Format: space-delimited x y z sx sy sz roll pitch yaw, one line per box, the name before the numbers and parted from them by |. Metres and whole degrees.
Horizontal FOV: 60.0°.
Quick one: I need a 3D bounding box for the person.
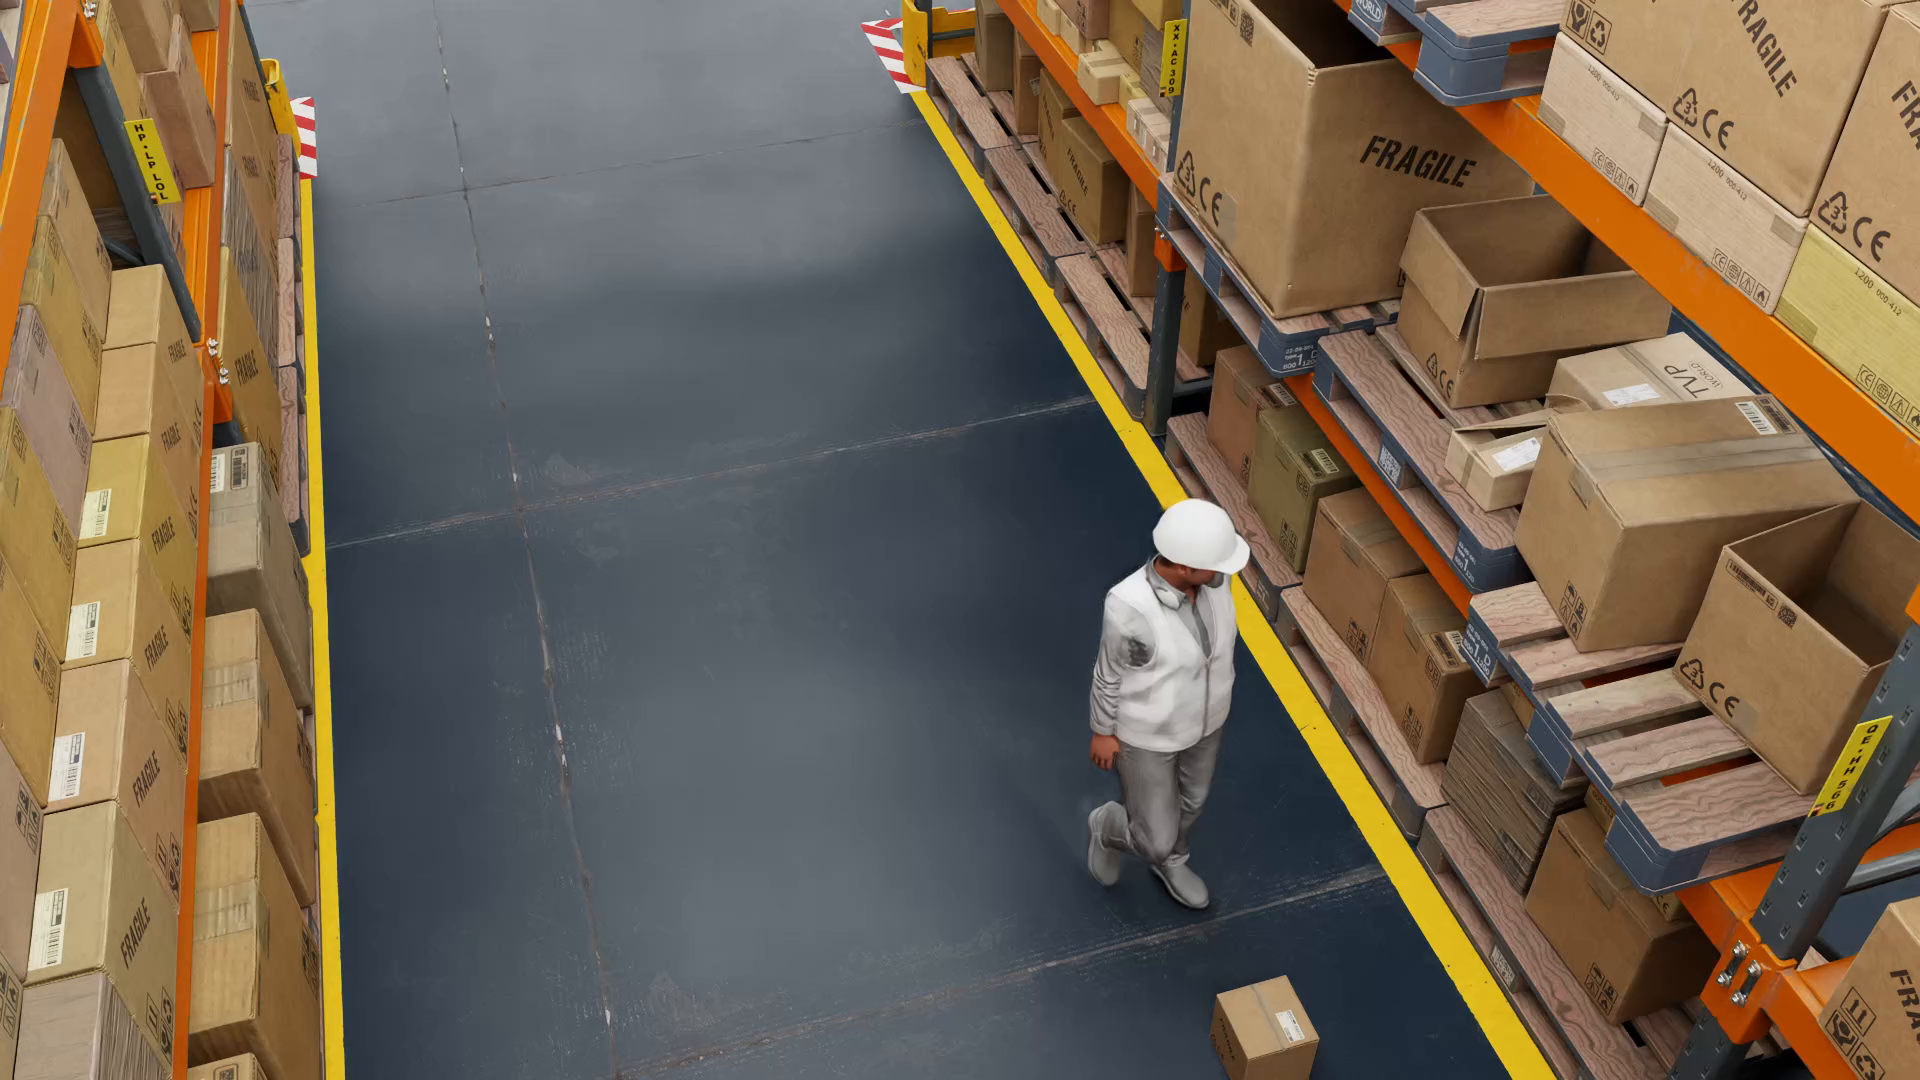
person | 0.717 0.599 5.457 0.555 1.787 0.438 -27 48 -27
